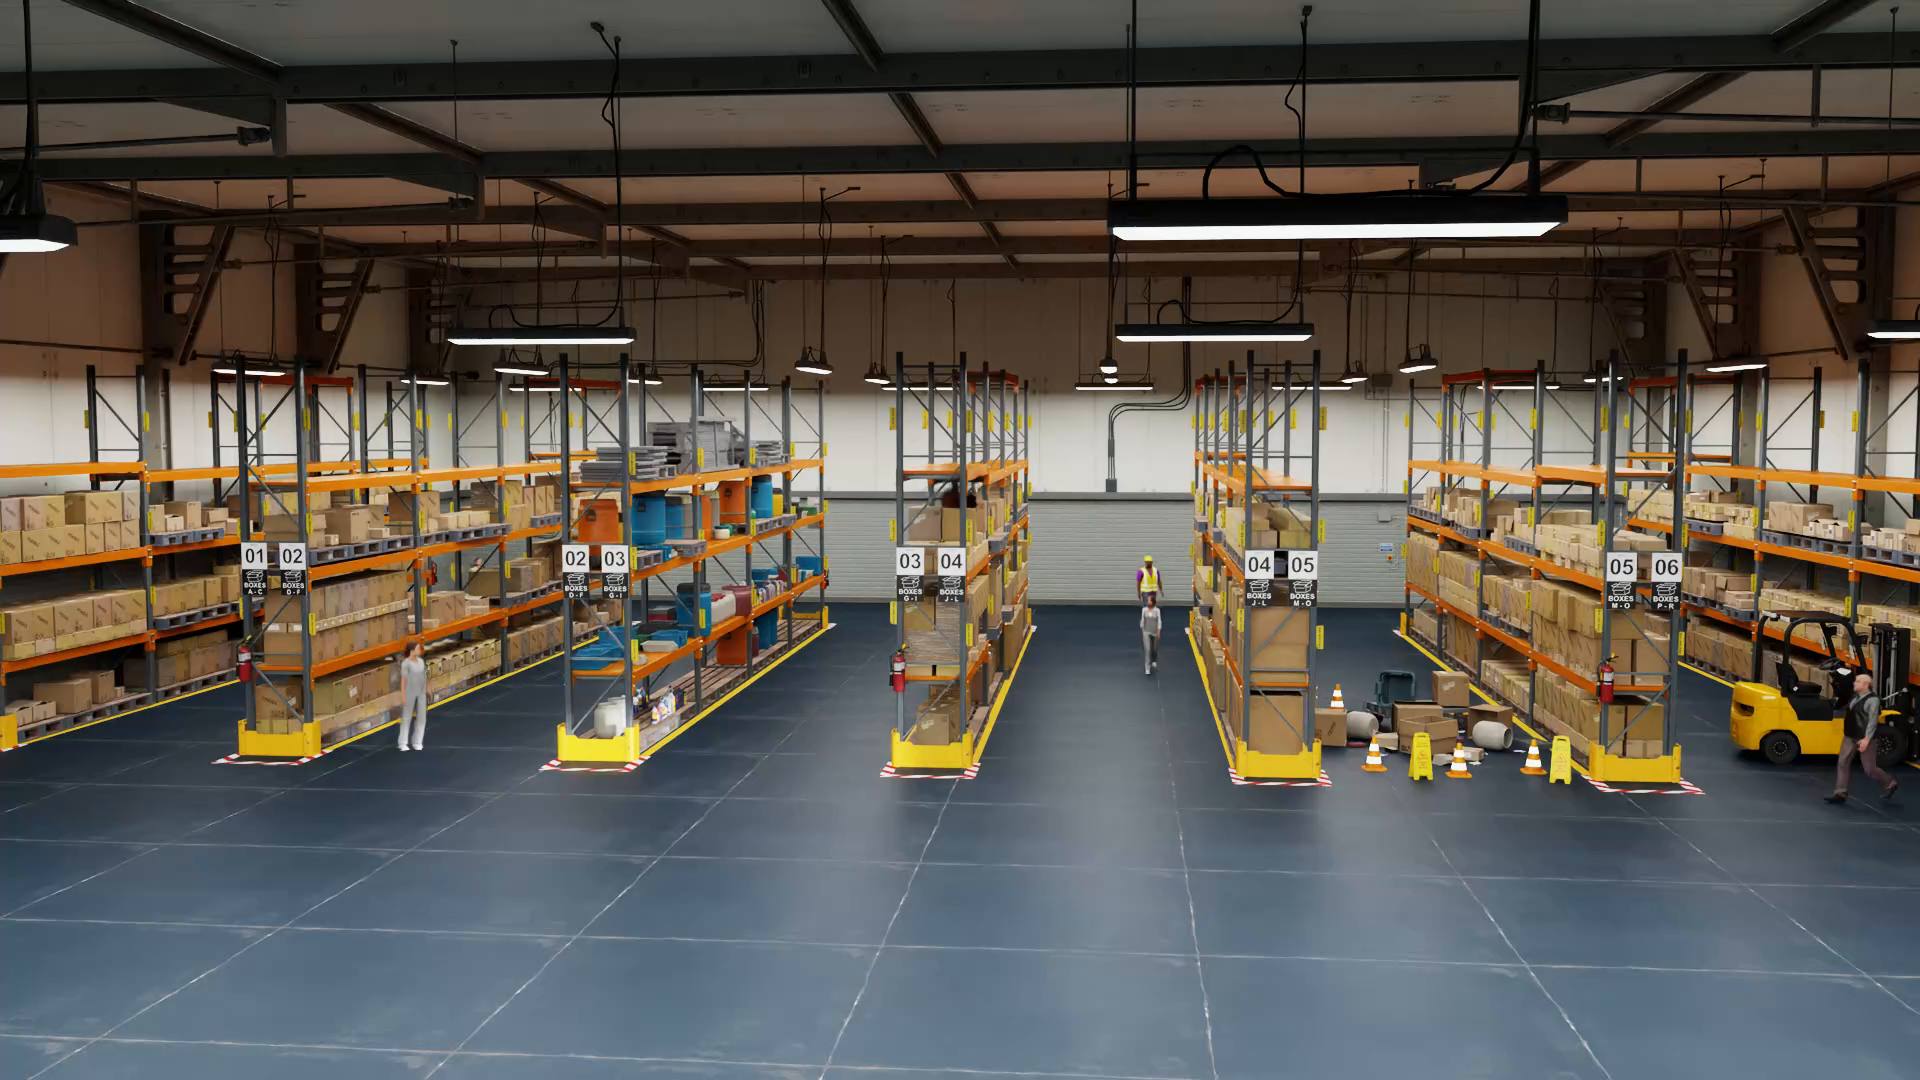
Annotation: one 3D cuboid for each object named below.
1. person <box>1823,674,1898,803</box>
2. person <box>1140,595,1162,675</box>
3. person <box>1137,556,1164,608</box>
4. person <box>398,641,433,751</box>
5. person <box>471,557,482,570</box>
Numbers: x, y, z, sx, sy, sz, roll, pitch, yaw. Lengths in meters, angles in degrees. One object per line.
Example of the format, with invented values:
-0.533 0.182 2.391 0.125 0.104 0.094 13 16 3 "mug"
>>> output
11.834 2.608 21.791 0.946 1.698 0.529 -1 4 -14 "person"
3.805 1.871 33.136 0.414 1.545 0.939 0 4 3 "person"
4.596 1.269 40.285 0.625 1.785 0.436 -2 4 -24 "person"
-8.328 2.365 25.379 0.398 1.674 0.528 3 5 41 "person"
-12.203 1.202 42.232 1.195 1.548 0.668 2 4 20 "person"
